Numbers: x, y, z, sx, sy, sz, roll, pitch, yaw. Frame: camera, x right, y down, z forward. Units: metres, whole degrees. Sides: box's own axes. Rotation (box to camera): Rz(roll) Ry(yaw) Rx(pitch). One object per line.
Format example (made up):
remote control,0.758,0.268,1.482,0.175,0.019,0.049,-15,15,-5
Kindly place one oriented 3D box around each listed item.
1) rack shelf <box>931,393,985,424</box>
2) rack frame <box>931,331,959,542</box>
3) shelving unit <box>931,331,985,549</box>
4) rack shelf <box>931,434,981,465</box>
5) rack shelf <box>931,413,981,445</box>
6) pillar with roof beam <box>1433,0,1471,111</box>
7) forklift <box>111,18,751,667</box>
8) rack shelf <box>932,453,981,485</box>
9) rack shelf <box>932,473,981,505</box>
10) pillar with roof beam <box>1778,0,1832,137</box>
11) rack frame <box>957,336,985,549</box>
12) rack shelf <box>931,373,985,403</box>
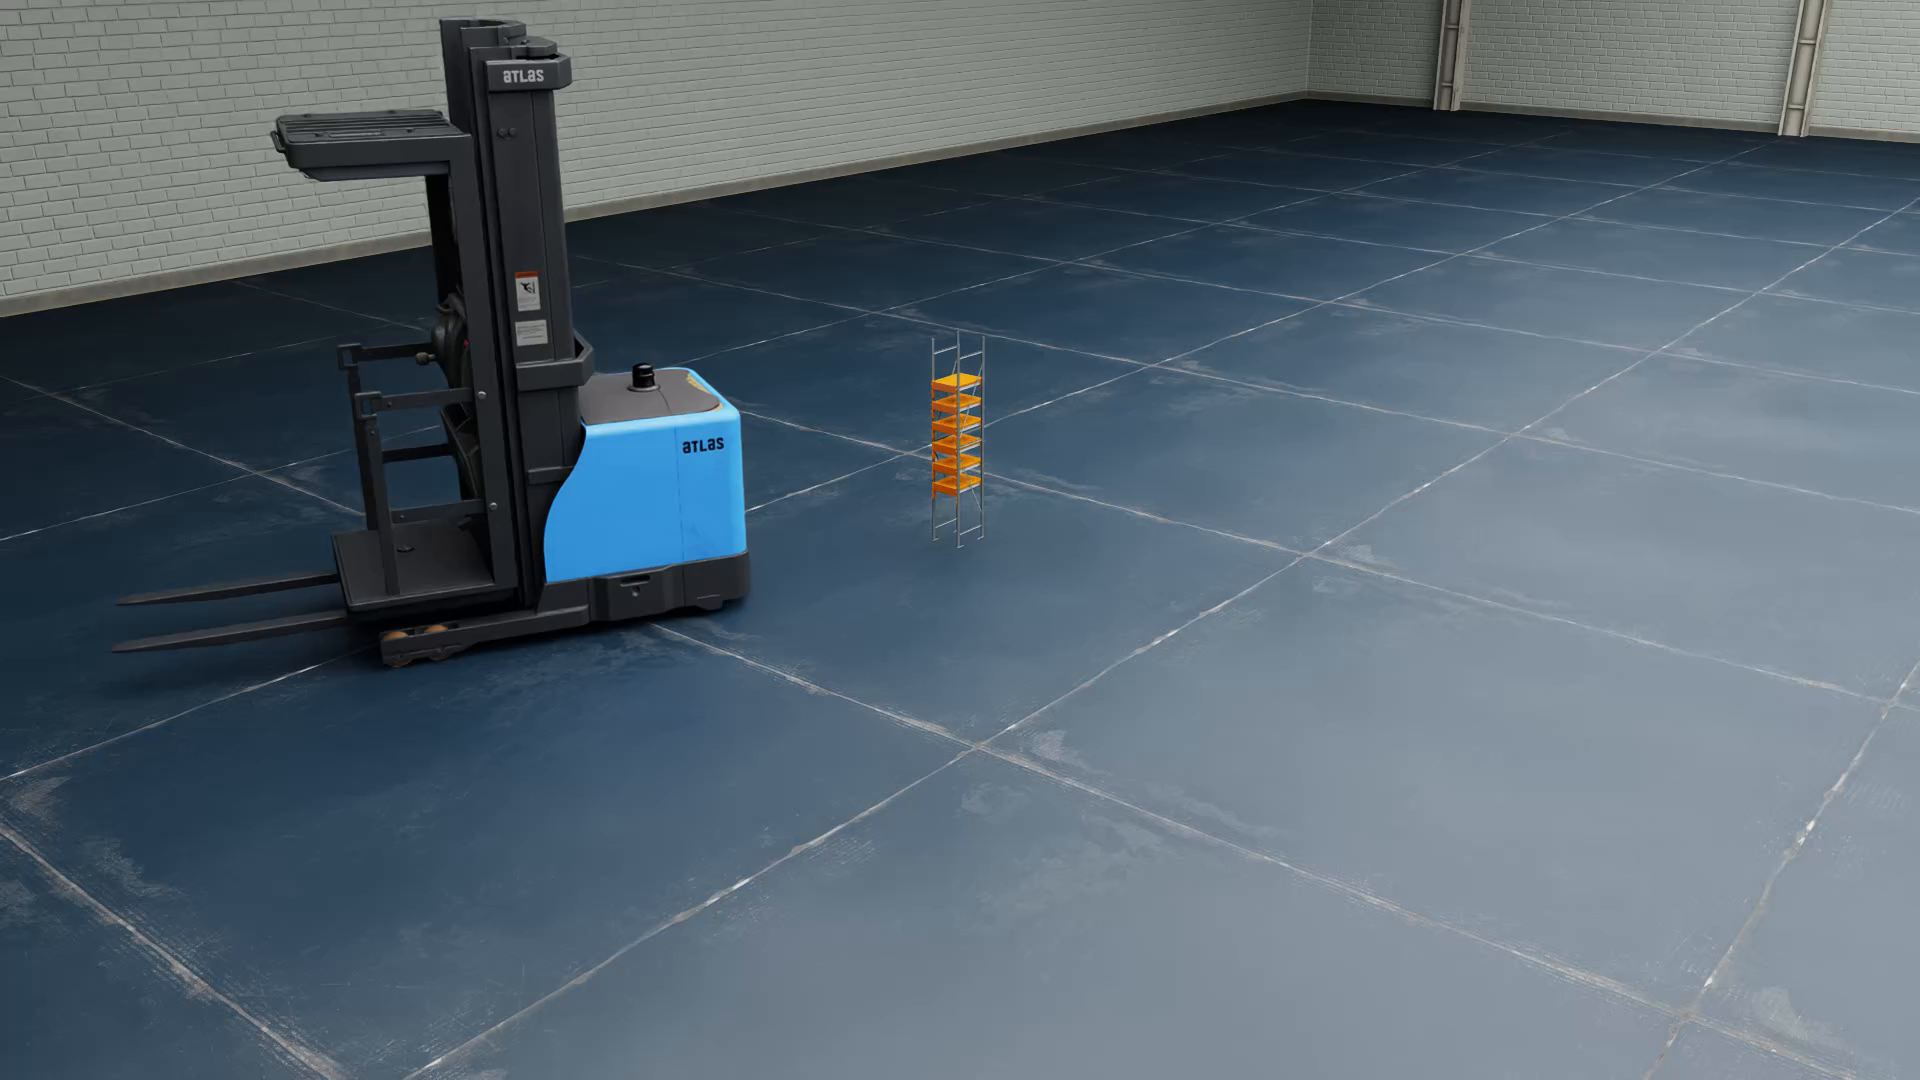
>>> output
rack shelf,-0.011,-0.748,9.396,0.180,0.103,0.258,16,26,36
rack frame,-0.082,-0.585,9.519,0.006,1.200,0.240,16,26,36
shelving unit,-0.011,-0.565,9.465,0.189,1.200,0.258,16,26,36
rack shelf,-0.011,-0.523,9.481,0.180,0.103,0.258,16,26,36
rack shelf,-0.011,-0.635,9.438,0.180,0.103,0.258,16,26,36
pillar with roof beam,6.302,-11.020,26.137,0.400,9.000,9.100,16,26,36
forklift,-2.664,-0.970,8.086,3.031,2.935,1.130,-9,22,-22
rack shelf,-0.011,-0.411,9.523,0.180,0.103,0.258,16,26,36
rack shelf,-0.011,-0.298,9.565,0.180,0.103,0.258,16,26,36
pillar with roof beam,10.950,-9.681,22.588,0.400,9.000,9.100,16,26,36
rack frame,0.060,-0.544,9.411,0.006,1.200,0.240,16,26,36
rack shelf,-0.011,-0.860,9.354,0.180,0.103,0.258,16,26,36
